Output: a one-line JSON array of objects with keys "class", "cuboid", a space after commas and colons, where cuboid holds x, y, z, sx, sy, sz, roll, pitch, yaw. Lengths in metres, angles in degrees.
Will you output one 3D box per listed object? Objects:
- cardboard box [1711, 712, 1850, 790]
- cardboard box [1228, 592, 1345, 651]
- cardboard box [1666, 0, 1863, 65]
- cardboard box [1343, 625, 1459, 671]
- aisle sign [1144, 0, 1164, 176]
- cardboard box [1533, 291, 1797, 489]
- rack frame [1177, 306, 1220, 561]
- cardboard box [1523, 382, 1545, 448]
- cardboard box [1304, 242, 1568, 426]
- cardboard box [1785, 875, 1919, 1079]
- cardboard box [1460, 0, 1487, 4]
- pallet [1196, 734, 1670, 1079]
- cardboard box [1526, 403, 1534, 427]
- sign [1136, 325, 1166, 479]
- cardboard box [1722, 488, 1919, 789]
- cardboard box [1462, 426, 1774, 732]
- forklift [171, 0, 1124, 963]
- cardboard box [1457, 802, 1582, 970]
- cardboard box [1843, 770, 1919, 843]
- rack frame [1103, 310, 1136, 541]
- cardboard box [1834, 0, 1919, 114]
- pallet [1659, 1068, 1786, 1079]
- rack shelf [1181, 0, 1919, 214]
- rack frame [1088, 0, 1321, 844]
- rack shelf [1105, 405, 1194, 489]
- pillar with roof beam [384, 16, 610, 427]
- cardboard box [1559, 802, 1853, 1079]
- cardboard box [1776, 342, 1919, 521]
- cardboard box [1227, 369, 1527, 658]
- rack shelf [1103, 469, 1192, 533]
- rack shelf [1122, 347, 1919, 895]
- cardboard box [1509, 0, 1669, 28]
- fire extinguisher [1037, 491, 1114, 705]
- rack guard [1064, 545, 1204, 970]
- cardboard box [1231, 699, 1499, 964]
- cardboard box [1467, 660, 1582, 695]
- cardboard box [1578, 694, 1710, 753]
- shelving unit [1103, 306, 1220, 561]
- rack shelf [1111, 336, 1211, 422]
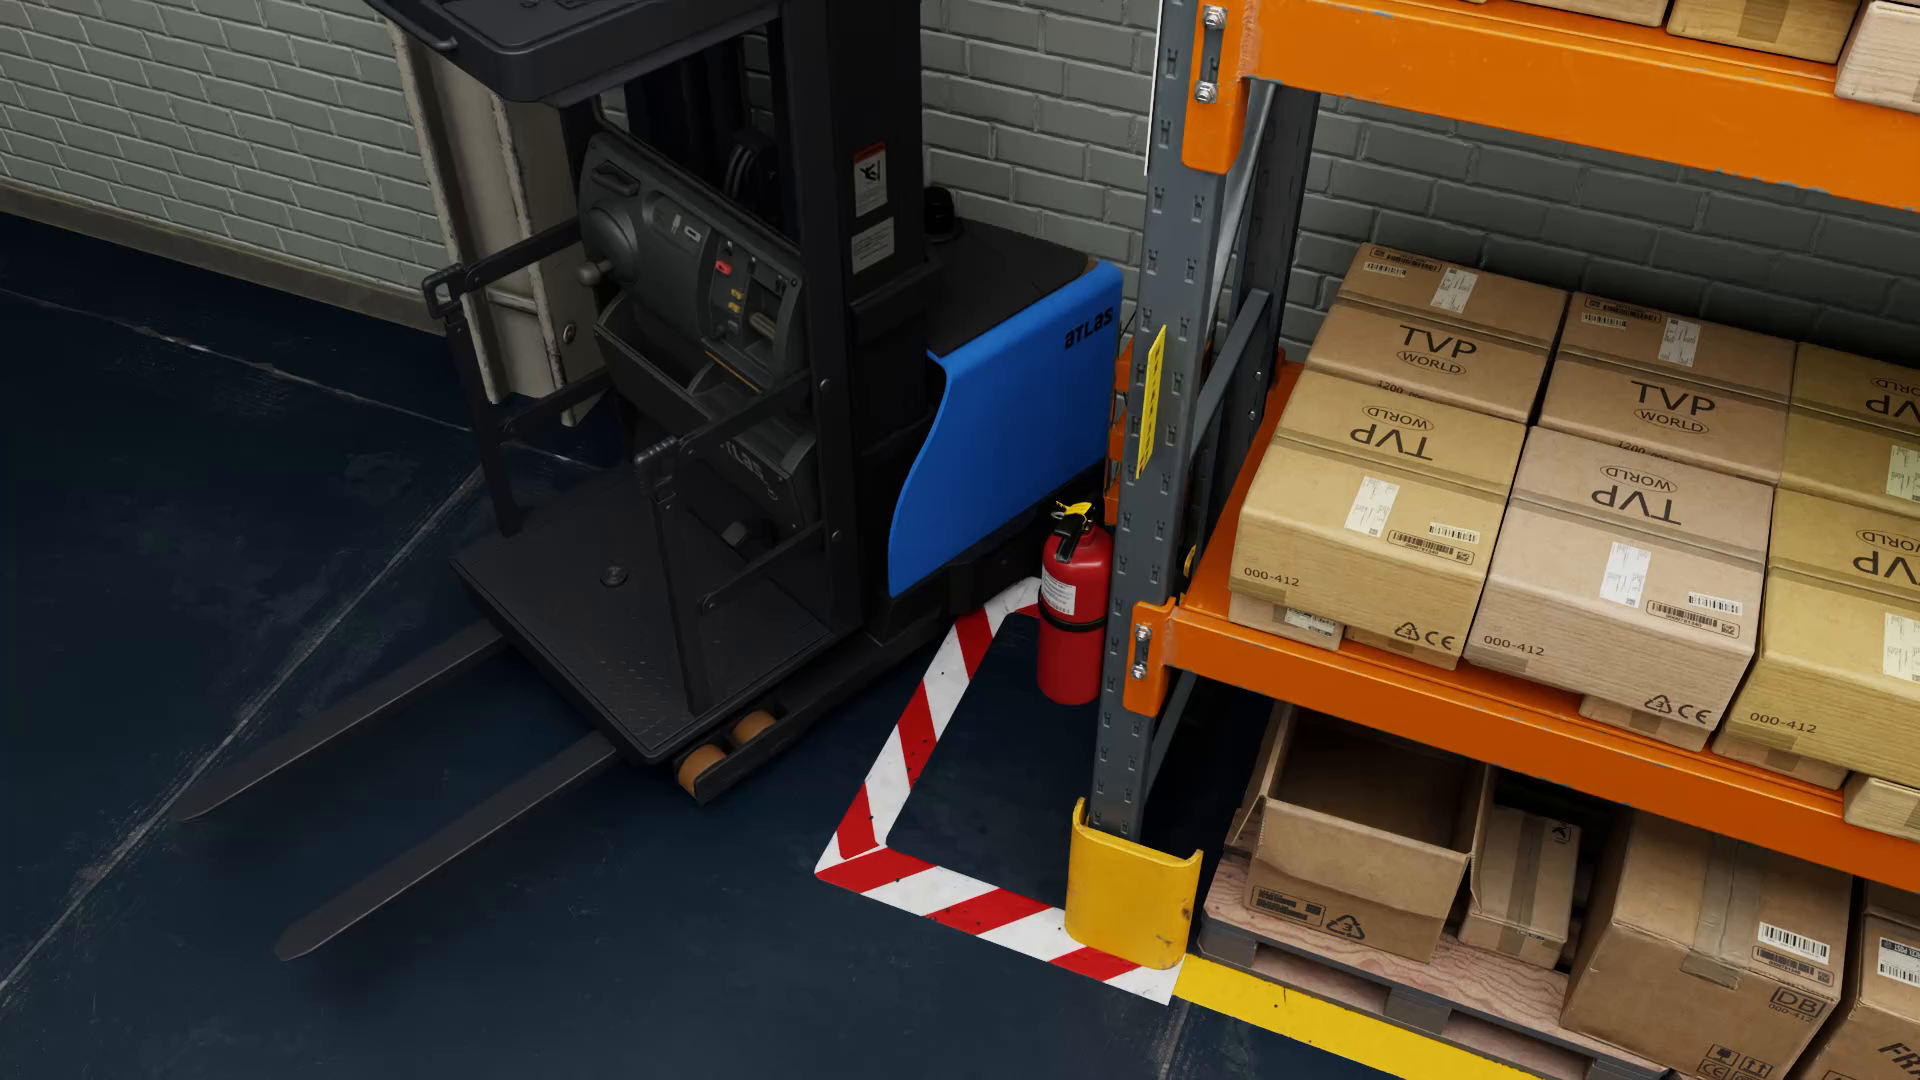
[{"class": "cardboard box", "cuboid": [1.749, 0.306, 3.494, 0.250, 0.149, 0.380, 17, 47, 16]}, {"class": "cardboard box", "cuboid": [0.784, 0.041, 3.760, 0.250, 0.149, 0.380, 16, 47, 16]}, {"class": "cardboard box", "cuboid": [1.273, -0.917, 2.597, 0.250, 0.149, 0.380, 17, 47, 16]}, {"class": "cardboard box", "cuboid": [1.036, 0.080, 3.721, 0.250, 0.149, 0.380, 17, 47, 17]}, {"class": "aisle sign", "cuboid": [0.410, -1.065, 2.850, 0.004, 0.787, 0.394, 16, 47, 16]}, {"class": "cardboard box", "cuboid": [1.588, -0.275, 3.795, 0.500, 0.250, 0.500, 17, 47, 16]}, {"class": "rack frame", "cuboid": [0.730, -0.263, 5.270, 0.008, 1.050, 0.200, 17, 47, 16]}, {"class": "cardboard box", "cuboid": [1.483, -0.186, 3.989, 0.250, 0.149, 0.380, 15, 47, 15]}, {"class": "cardboard box", "cuboid": [1.113, -0.416, 3.937, 0.500, 0.250, 0.500, 18, 48, 17]}, {"class": "cardboard box", "cuboid": [2.337, 1.115, 3.977, 0.500, 0.500, 0.500, 17, 47, 17]}, {"class": "cardboard box", "cuboid": [0.791, -1.052, 2.732, 0.250, 0.149, 0.380, 17, 47, 17]}, {"class": "pallet", "cuboid": [1.392, 0.909, 4.687, 1.213, 0.211, 1.003, 16, 47, 16]}, {"class": "cardboard box", "cuboid": [1.206, -0.202, 4.005, 0.250, 0.149, 0.380, 18, 48, 17]}, {"class": "sign", "cuboid": [0.377, -0.269, 3.280, 0.005, 0.325, 0.100, 16, 47, 16]}, {"class": "cardboard box", "cuboid": [1.835, 0.203, 3.315, 0.500, 0.250, 0.500, 16, 47, 15]}, {"class": "cardboard box", "cuboid": [1.366, 0.067, 3.451, 0.500, 0.250, 0.500, 17, 47, 16]}, {"class": "forklift", "cuboid": [-0.889, -0.682, 4.357, 3.031, 2.935, 1.130, -34, 54, -29]}, {"class": "cardboard box", "cuboid": [1.491, 0.915, 4.428, 0.250, 0.149, 0.380, 15, 47, 14]}, {"class": "cardboard box", "cuboid": [1.954, 0.423, 3.376, 0.250, 0.149, 0.380, 15, 47, 15]}, {"class": "rack frame", "cuboid": [0.506, -0.332, 5.338, 0.008, 1.050, 0.200, 17, 47, 16]}, {"class": "cardboard box", "cuboid": [1.463, -0.782, 2.461, 0.250, 0.149, 0.380, 17, 47, 17]}, {"class": "pallet", "cuboid": [2.514, 1.242, 4.353, 1.213, 0.211, 1.003, 16, 47, 16]}, {"class": "rack shelf", "cuboid": [2.432, -0.581, 2.591, 4.000, 0.370, 1.077, 16, 47, 16]}, {"class": "rack frame", "cuboid": [0.586, -0.316, 3.941, 0.127, 3.000, 1.000, 16, 47, 16]}, {"class": "rack shelf", "cuboid": [0.618, -0.290, 5.311, 0.240, 0.259, 0.215, 17, 47, 16]}, {"class": "pillar with roof beam", "cuboid": [-3.213, -0.959, 0.334, 0.400, 9.000, 9.100, 16, 47, 16]}, {"class": "cardboard box", "cuboid": [1.888, 0.907, 4.186, 0.500, 0.500, 0.700, 18, 48, 17]}, {"class": "cardboard box", "cuboid": [2.043, -0.137, 3.657, 0.500, 0.250, 0.500, 18, 48, 17]}, {"class": "cardboard box", "cuboid": [0.901, -0.069, 3.588, 0.500, 0.250, 0.500, 17, 47, 16]}, {"class": "rack shelf", "cuboid": [0.617, -0.093, 5.508, 0.240, 0.259, 0.215, 17, 47, 16]}, {"class": "rack shelf", "cuboid": [2.432, 0.482, 3.649, 4.000, 0.370, 1.077, 16, 47, 16]}, {"class": "cardboard box", "cuboid": [1.043, -0.998, 2.678, 0.250, 0.149, 0.380, 17, 47, 17]}, {"class": "fire extinguisher", "cuboid": [0.272, 0.105, 3.837, 0.183, 0.674, 0.296, 16, 47, 16]}, {"class": "rack guard", "cuboid": [0.656, 0.591, 4.802, 0.348, 0.500, 1.175, 16, 47, 16]}, {"class": "cardboard box", "cuboid": [1.114, 0.648, 4.444, 0.637, 0.503, 0.797, 15, 47, 14]}, {"class": "cardboard box", "cuboid": [1.292, 0.129, 3.672, 0.250, 0.149, 0.380, 16, 47, 15]}, {"class": "cardboard box", "cuboid": [1.502, 0.237, 3.563, 0.250, 0.149, 0.380, 18, 48, 17]}, {"class": "shelving unit", "cuboid": [0.618, -0.297, 5.304, 0.252, 1.050, 0.215, 17, 47, 16]}, {"class": "rack shelf", "cuboid": [0.619, -0.491, 5.111, 0.240, 0.259, 0.215, 17, 47, 16]}]
